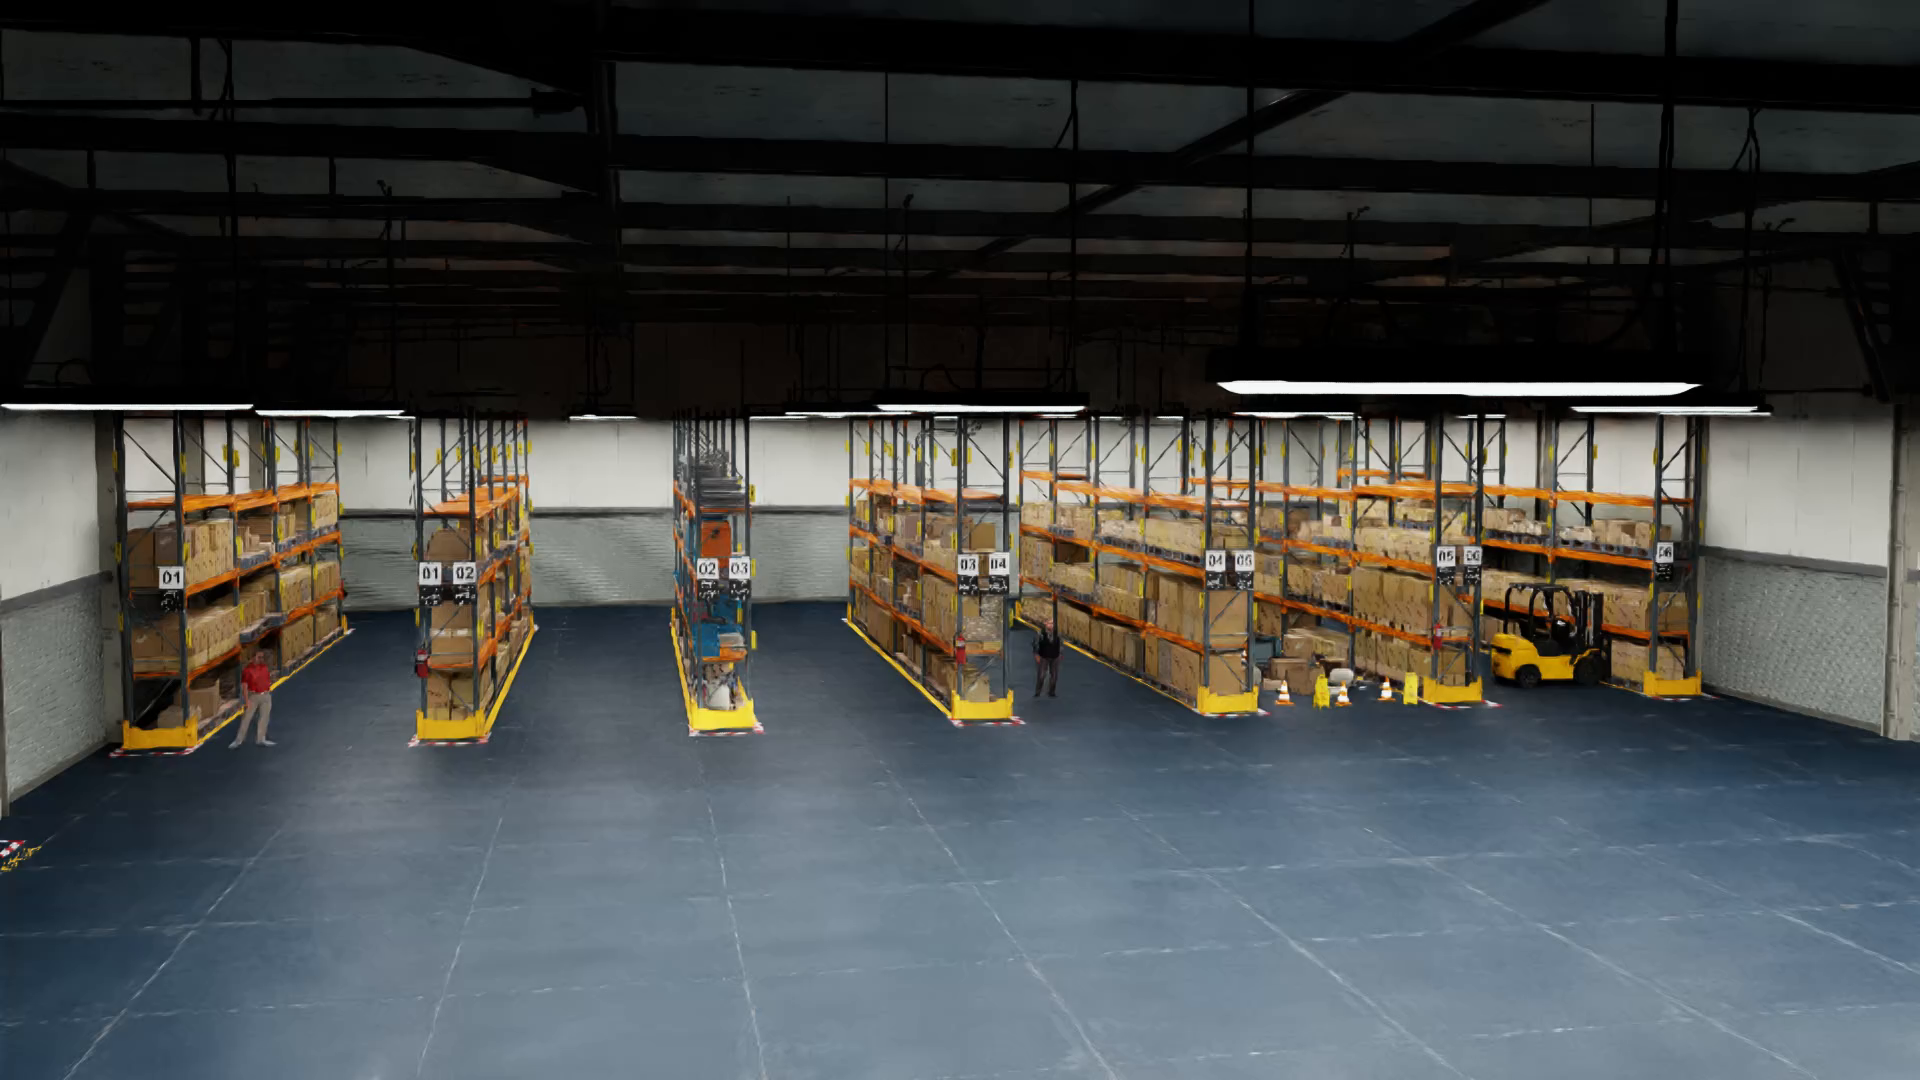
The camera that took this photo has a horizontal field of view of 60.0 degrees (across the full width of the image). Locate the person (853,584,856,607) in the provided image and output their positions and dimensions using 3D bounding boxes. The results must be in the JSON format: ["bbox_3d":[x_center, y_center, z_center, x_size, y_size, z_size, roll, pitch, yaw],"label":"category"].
[{"bbox_3d":[-3.150,1.293,51.409,0.463,1.532,0.852,1,4,11],"label":"person"}]

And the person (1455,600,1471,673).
[{"bbox_3d":[11.393,2.187,37.930,0.561,1.651,0.569,2,4,23],"label":"person"}]

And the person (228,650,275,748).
[{"bbox_3d":[-12.464,2.791,29.222,0.531,1.719,0.732,2,5,30],"label":"person"}]

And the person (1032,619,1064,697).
[{"bbox_3d":[1.831,2.446,34.485,0.680,1.667,0.549,-1,4,-13],"label":"person"}]
